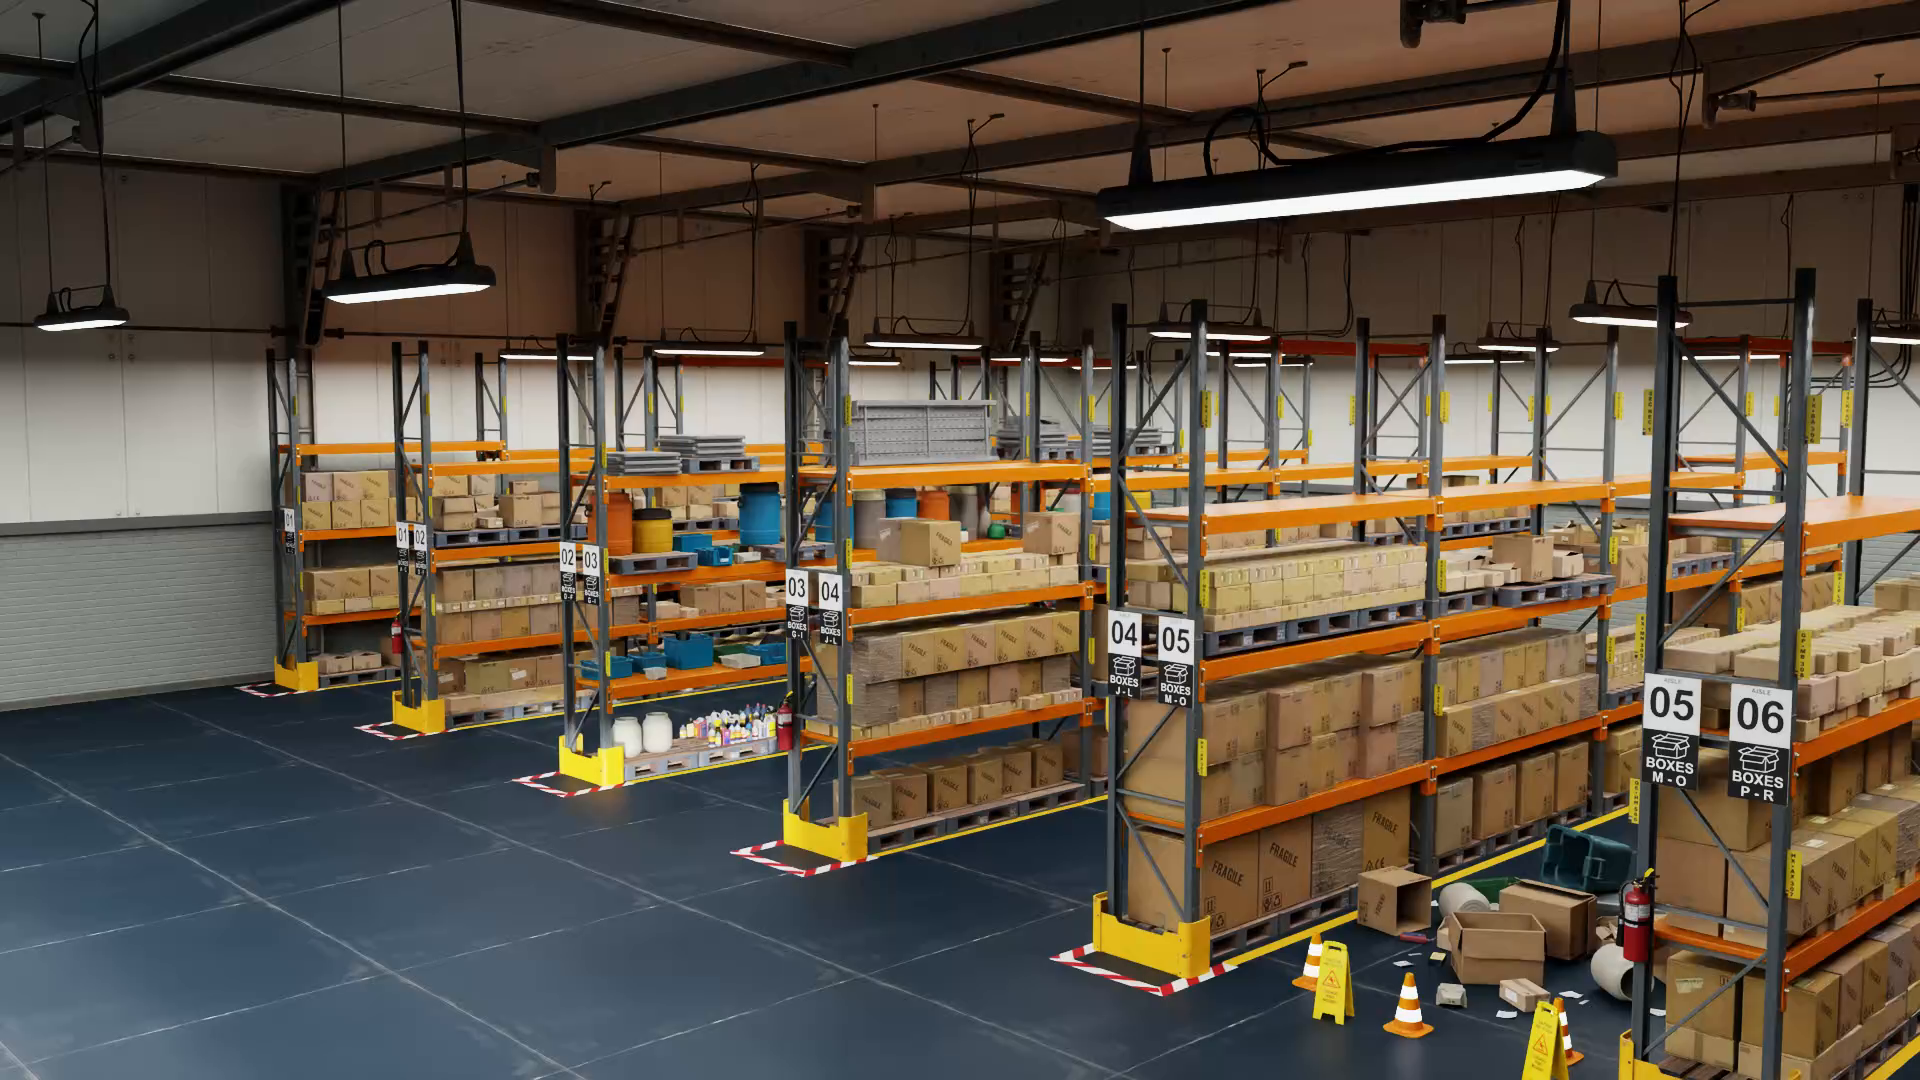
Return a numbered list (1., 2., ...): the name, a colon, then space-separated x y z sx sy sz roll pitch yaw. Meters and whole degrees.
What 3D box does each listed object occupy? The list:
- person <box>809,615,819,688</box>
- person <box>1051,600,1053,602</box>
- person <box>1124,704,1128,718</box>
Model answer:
1. person: -2.366 1.844 29.135 0.561 1.585 0.585 -1 5 -14
2. person: 2.243 0.998 38.870 0.490 1.581 0.476 3 6 28
3. person: 2.382 2.217 24.848 0.483 1.731 0.545 1 5 6
